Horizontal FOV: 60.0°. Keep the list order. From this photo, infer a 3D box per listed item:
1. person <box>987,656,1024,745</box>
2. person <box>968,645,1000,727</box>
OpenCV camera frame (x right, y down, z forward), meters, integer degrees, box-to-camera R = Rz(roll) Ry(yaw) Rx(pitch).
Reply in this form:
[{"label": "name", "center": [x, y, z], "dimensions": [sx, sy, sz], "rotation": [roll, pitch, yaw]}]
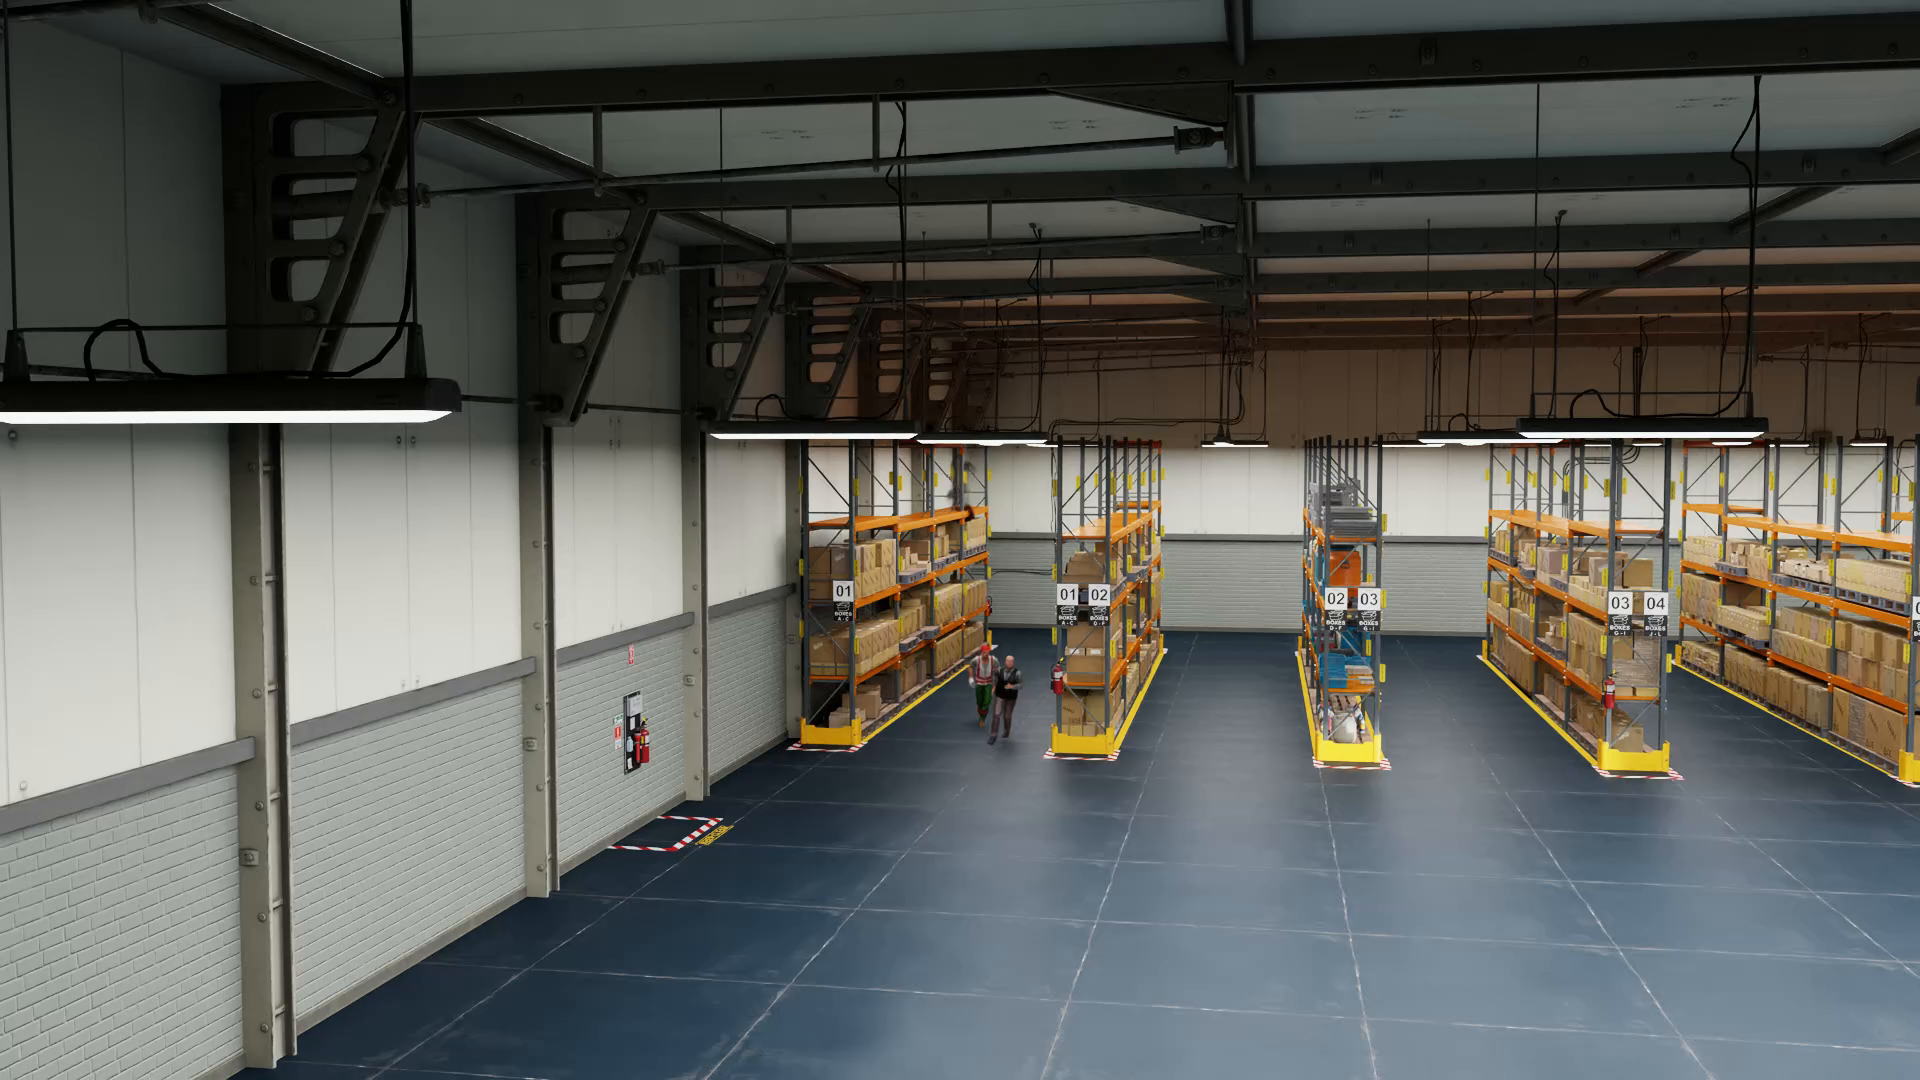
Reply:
[{"label": "person", "center": [0.913, 3.129, 32.415], "dimensions": [0.682, 1.608, 0.929], "rotation": [0, 3, 8]}, {"label": "person", "center": [0.503, 3.013, 34.637], "dimensions": [0.655, 1.716, 0.838], "rotation": [0, 3, -9]}]
